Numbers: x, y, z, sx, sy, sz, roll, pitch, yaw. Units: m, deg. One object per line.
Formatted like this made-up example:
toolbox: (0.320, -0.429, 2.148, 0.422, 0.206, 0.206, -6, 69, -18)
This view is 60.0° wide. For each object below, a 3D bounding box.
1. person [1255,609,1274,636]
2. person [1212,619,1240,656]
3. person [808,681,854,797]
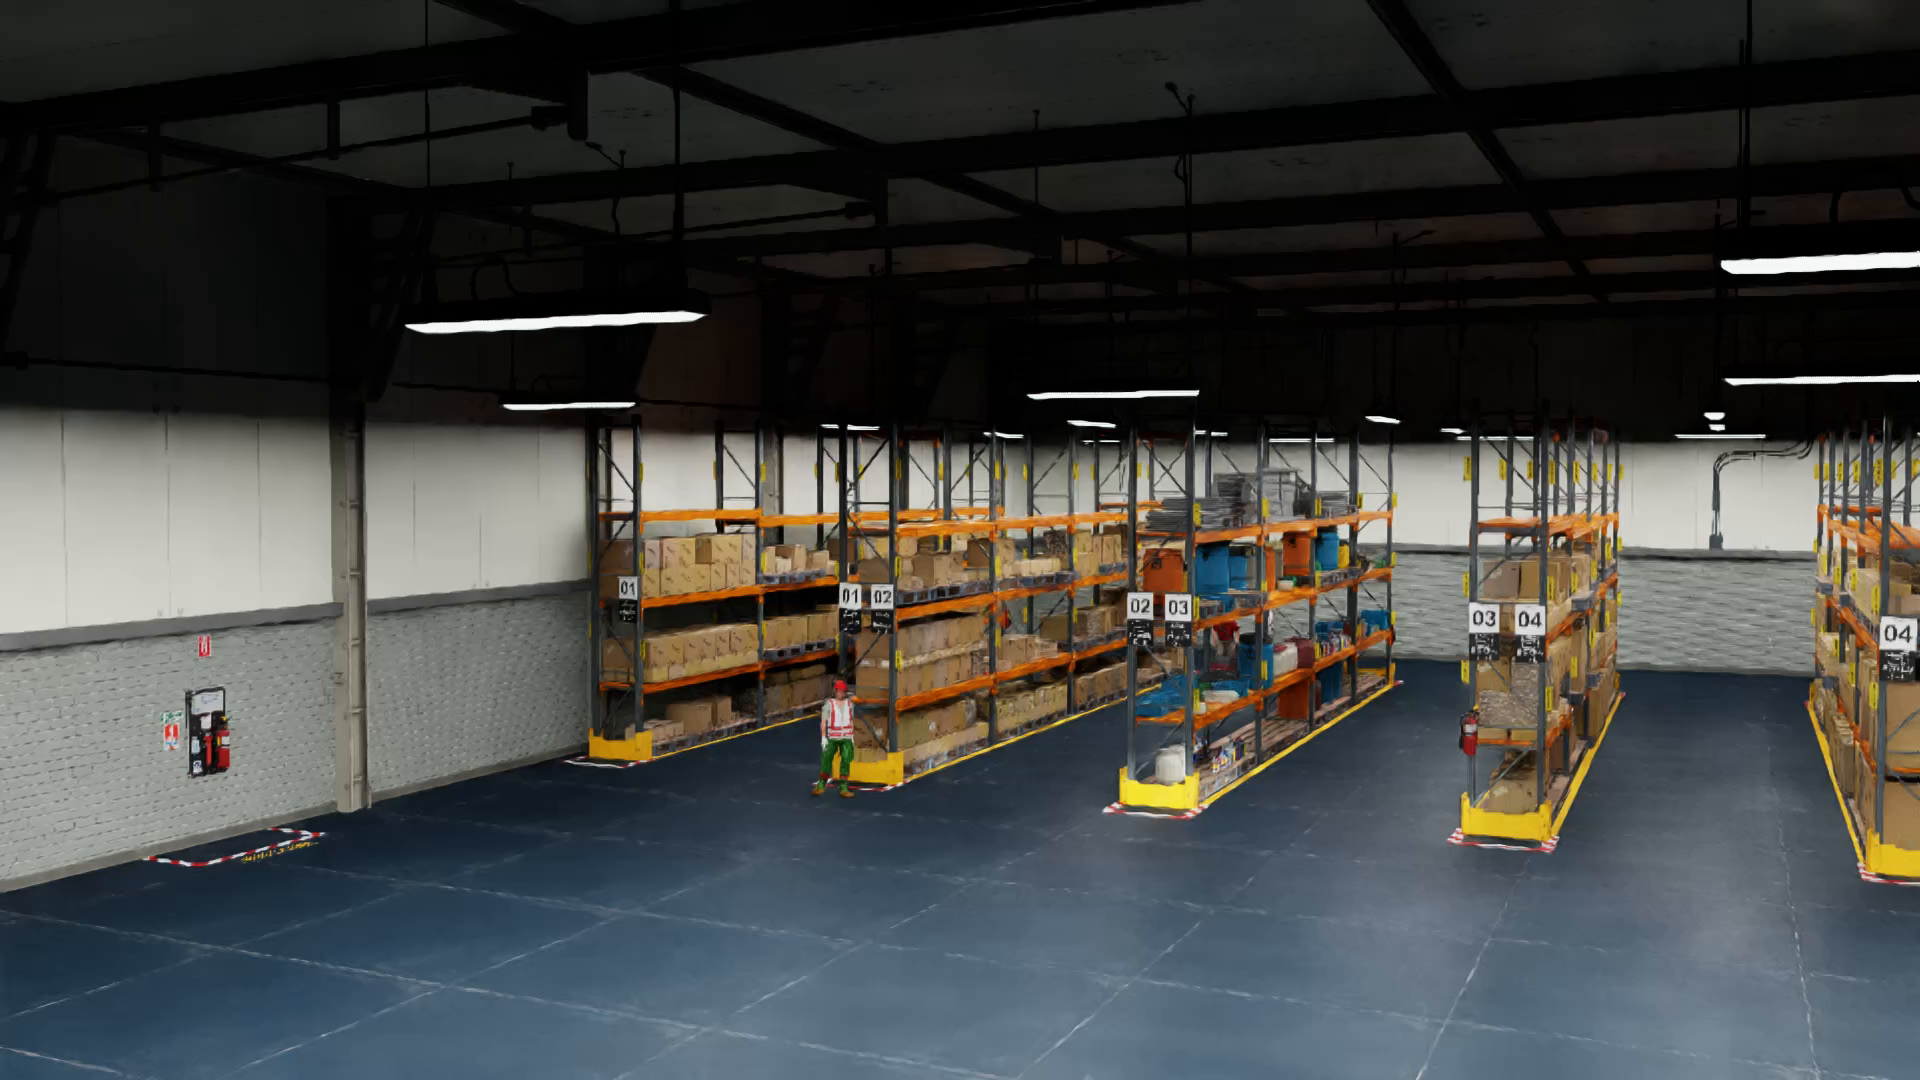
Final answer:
person: (8.073, 2.384, 44.124, 0.497, 1.583, 1.090, 1, 3, 27)
person: (6.445, 2.512, 40.317, 0.682, 1.676, 0.535, 1, 3, 22)
person: (-1.973, 3.059, 25.631, 0.708, 1.786, 0.472, -1, 2, -18)
